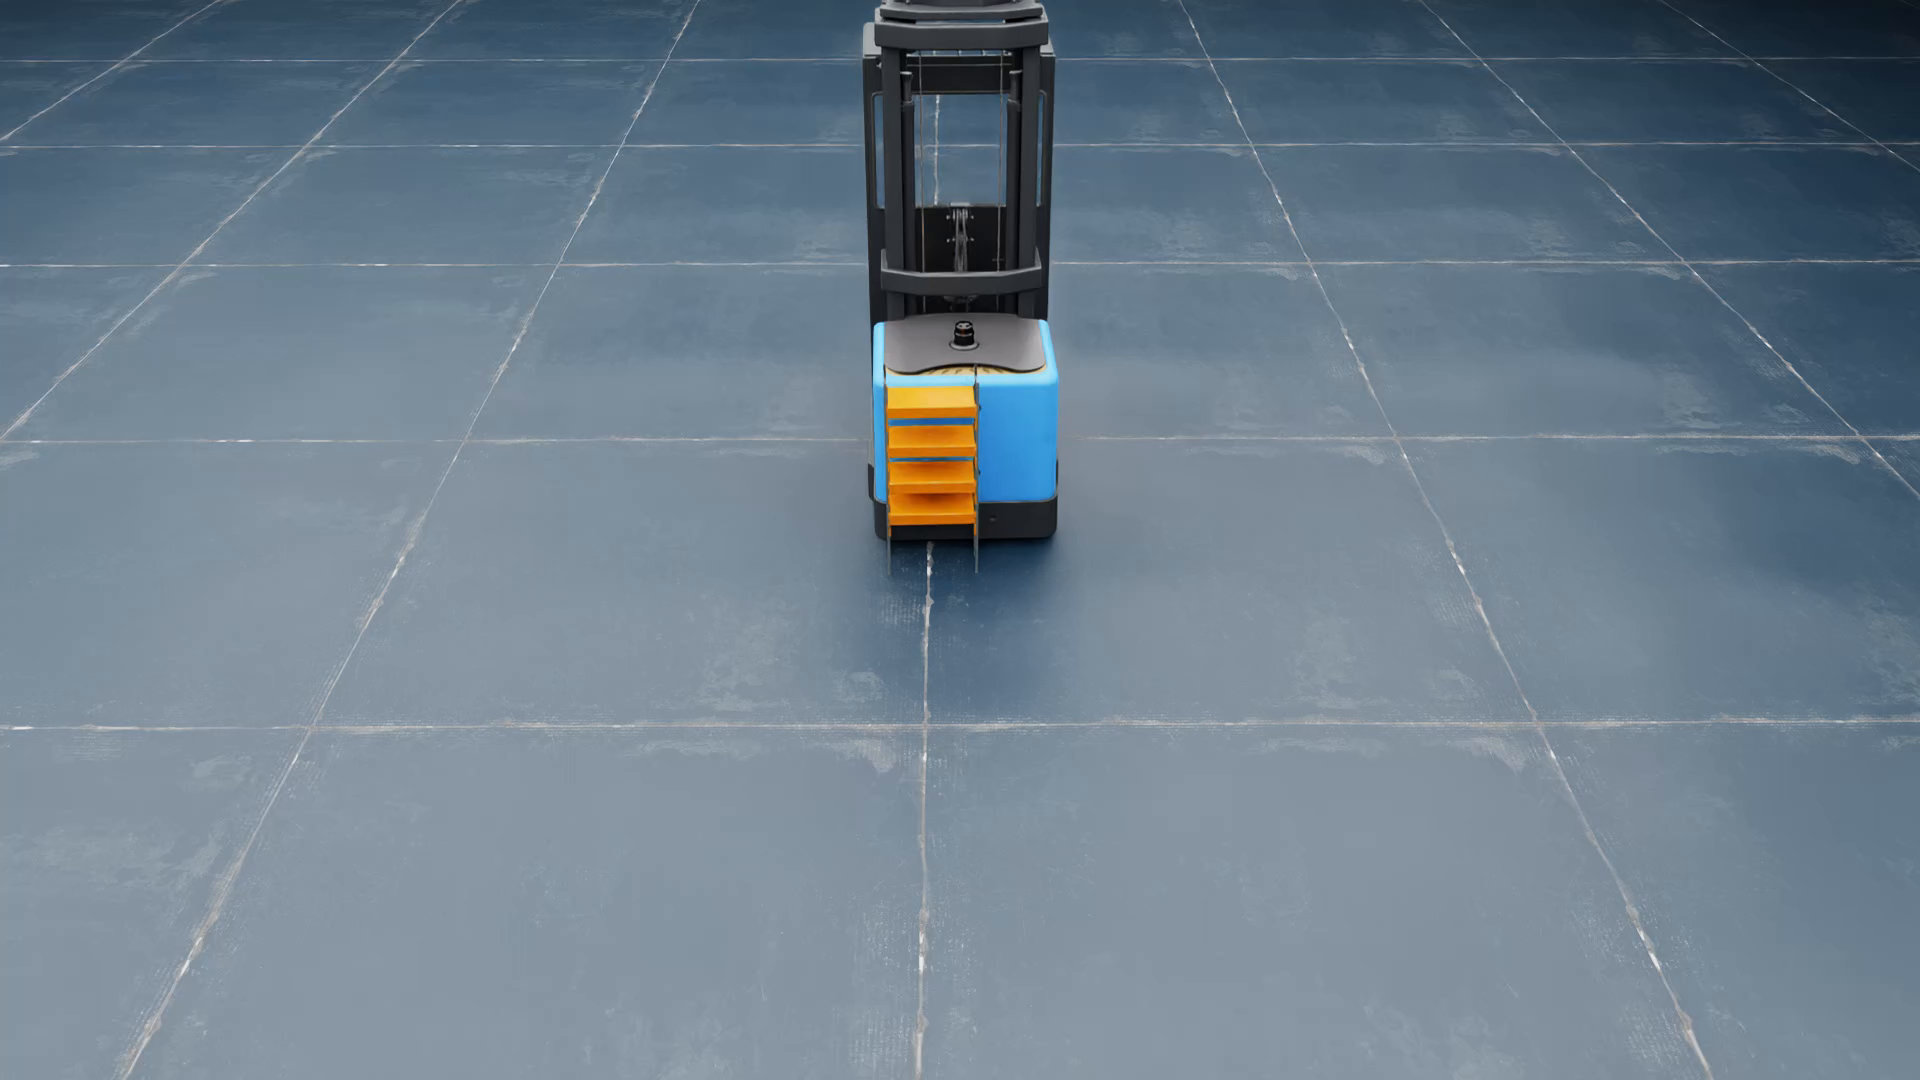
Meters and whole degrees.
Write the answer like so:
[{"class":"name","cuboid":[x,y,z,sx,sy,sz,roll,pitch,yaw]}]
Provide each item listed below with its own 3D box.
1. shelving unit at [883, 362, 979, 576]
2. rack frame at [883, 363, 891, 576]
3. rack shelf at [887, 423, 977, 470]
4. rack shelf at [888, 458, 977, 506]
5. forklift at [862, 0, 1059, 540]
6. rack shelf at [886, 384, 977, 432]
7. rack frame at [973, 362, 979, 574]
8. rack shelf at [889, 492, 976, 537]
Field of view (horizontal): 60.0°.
[{"class":"shelving unit","cuboid":[-0.155,-0.375,9.097,0.503,1.200,0.258,-1,32,-2]},{"class":"rack frame","cuboid":[-0.398,-0.370,9.089,0.015,1.200,0.240,-1,32,-2]},{"class":"rack shelf","cuboid":[-0.155,-0.508,9.014,0.480,0.148,0.258,-1,32,-2]},{"class":"rack shelf","cuboid":[-0.155,-0.318,9.133,0.480,0.148,0.258,-1,32,-2]},{"class":"forklift","cuboid":[-0.017,-1.982,10.081,1.130,2.935,3.031,-1,31,-2]},{"class":"rack shelf","cuboid":[-0.154,-0.708,8.888,0.480,0.148,0.258,-1,32,-2]},{"class":"rack frame","cuboid":[0.089,-0.380,9.105,0.015,1.200,0.240,-1,32,-2]},{"class":"rack shelf","cuboid":[-0.155,-0.150,9.238,0.480,0.148,0.258,-1,32,-2]}]
